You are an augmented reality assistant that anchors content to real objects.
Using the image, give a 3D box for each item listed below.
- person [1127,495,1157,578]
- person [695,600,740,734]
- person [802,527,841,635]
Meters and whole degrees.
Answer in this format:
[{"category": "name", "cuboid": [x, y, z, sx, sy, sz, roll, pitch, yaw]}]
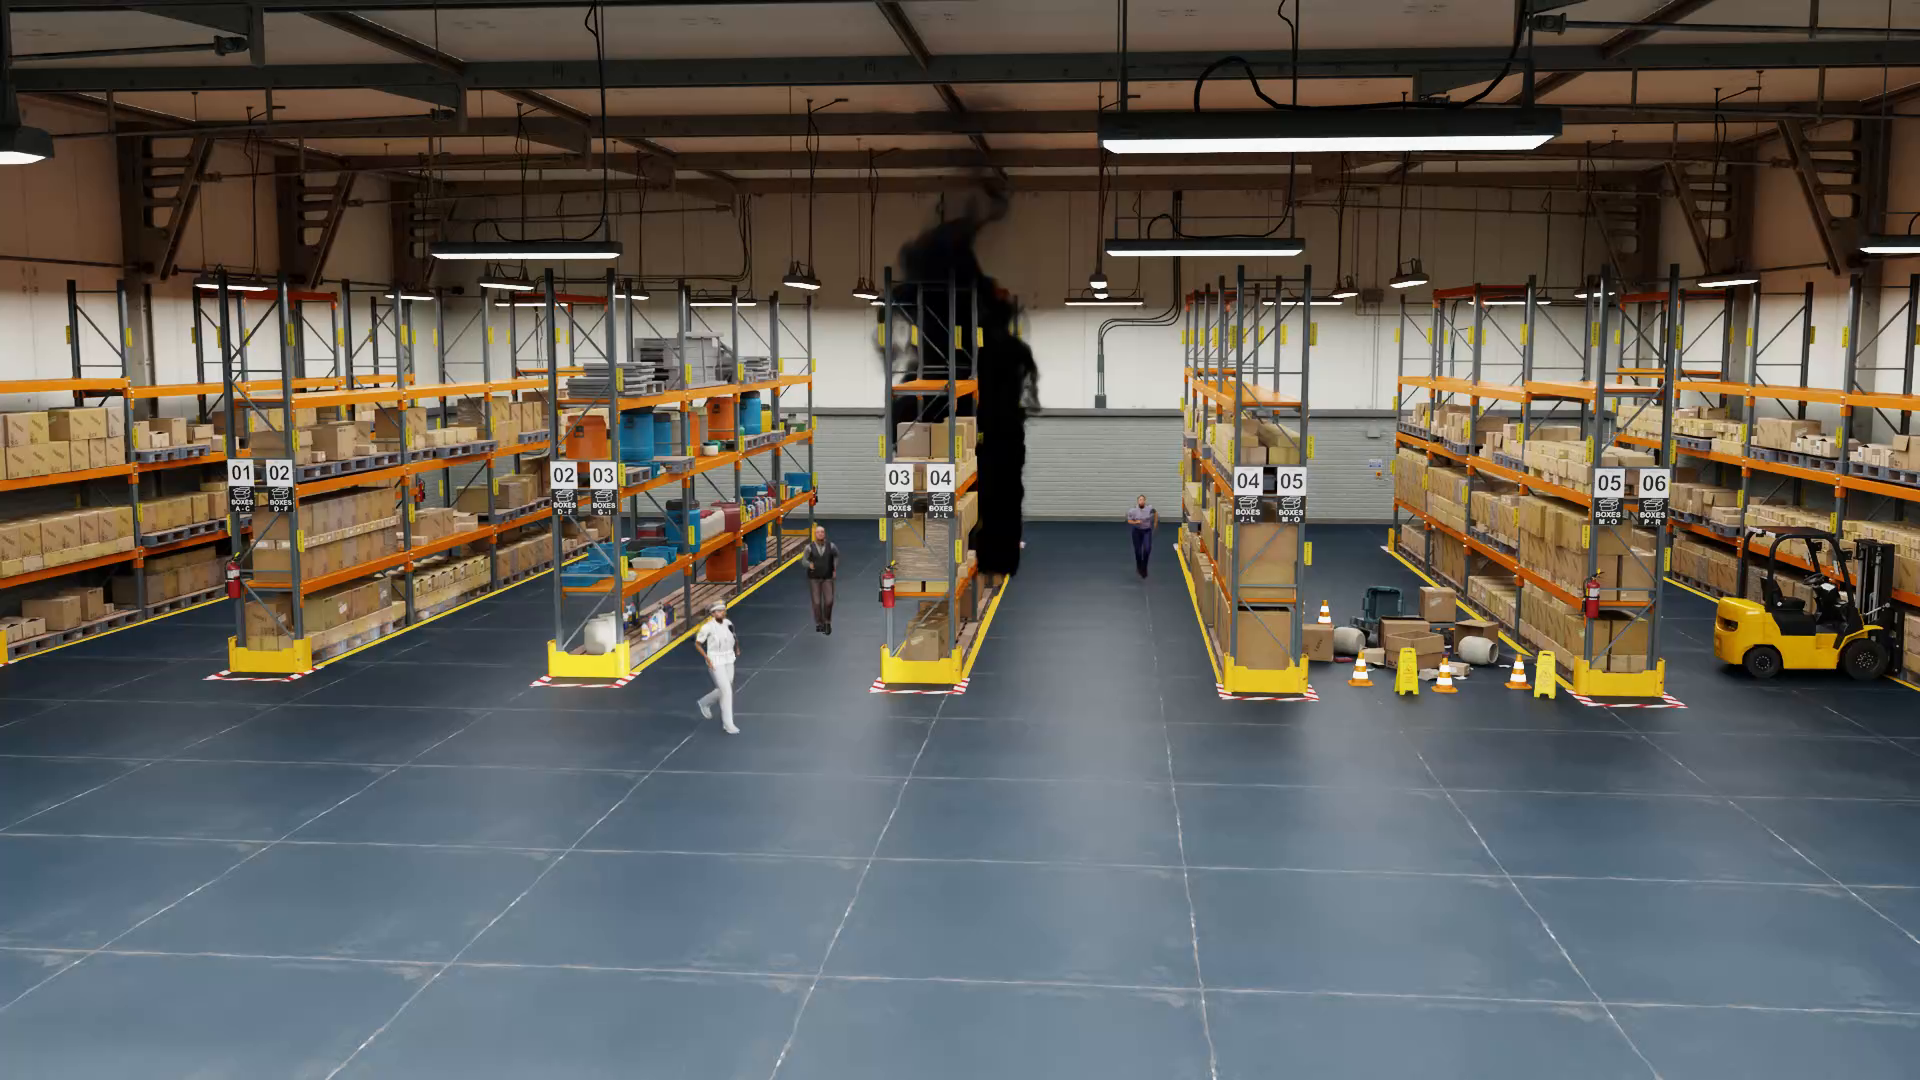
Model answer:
[{"category": "person", "cuboid": [3.676, -0.075, 33.486, 0.633, 1.694, 0.778, 0, 7, -1]}, {"category": "person", "cuboid": [-3.083, 1.594, 21.326, 0.752, 1.703, 0.574, 6, 9, 42]}, {"category": "person", "cuboid": [-2.206, 0.666, 26.572, 0.638, 1.753, 0.647, -1, 7, -6]}]
